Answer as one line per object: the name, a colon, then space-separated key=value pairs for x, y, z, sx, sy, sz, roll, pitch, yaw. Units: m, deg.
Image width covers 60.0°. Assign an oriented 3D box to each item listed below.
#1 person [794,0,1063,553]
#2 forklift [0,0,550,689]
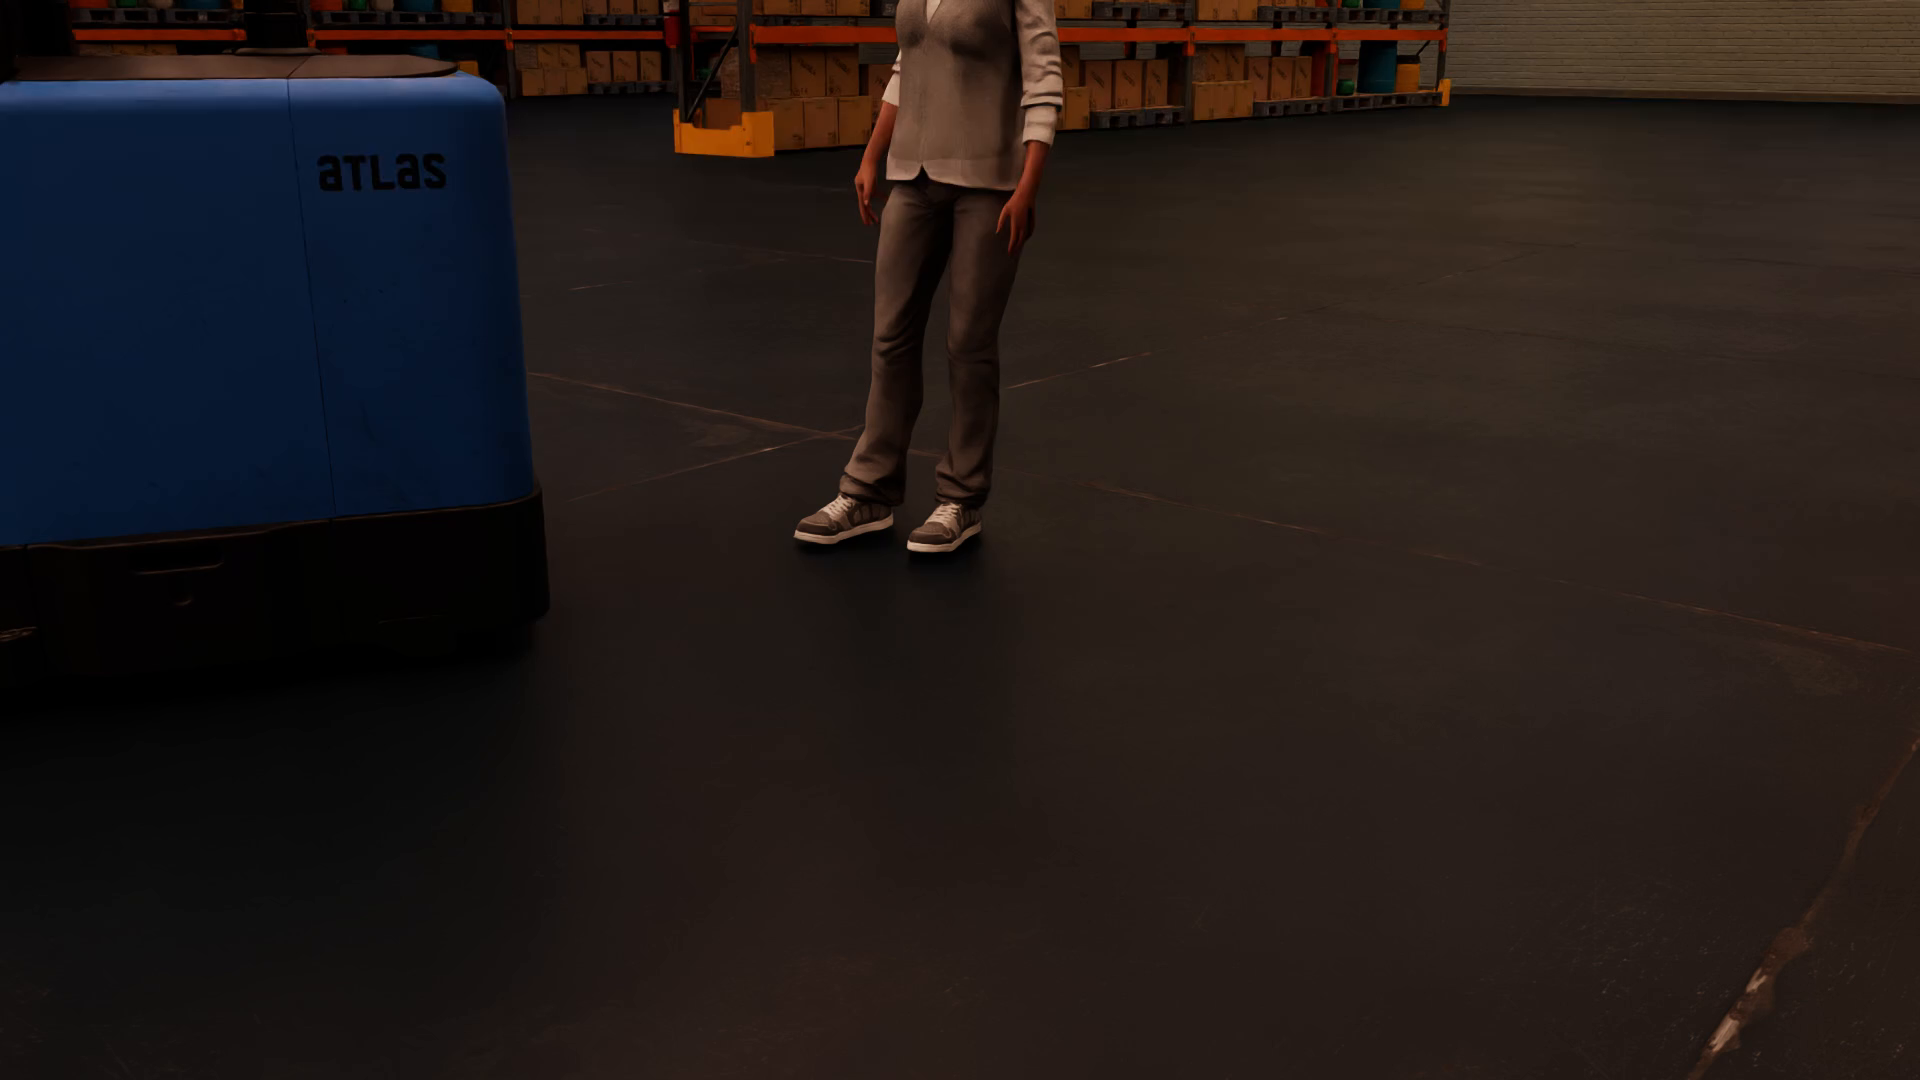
person: x=-0.058 y=-0.758 z=3.662 sx=0.519 sy=1.598 sz=0.474 roll=13 pitch=21 yaw=37
forklift: x=-2.375 y=-1.176 z=2.769 sx=3.031 sy=2.935 sz=1.130 roll=-6 pitch=18 yaw=-18
